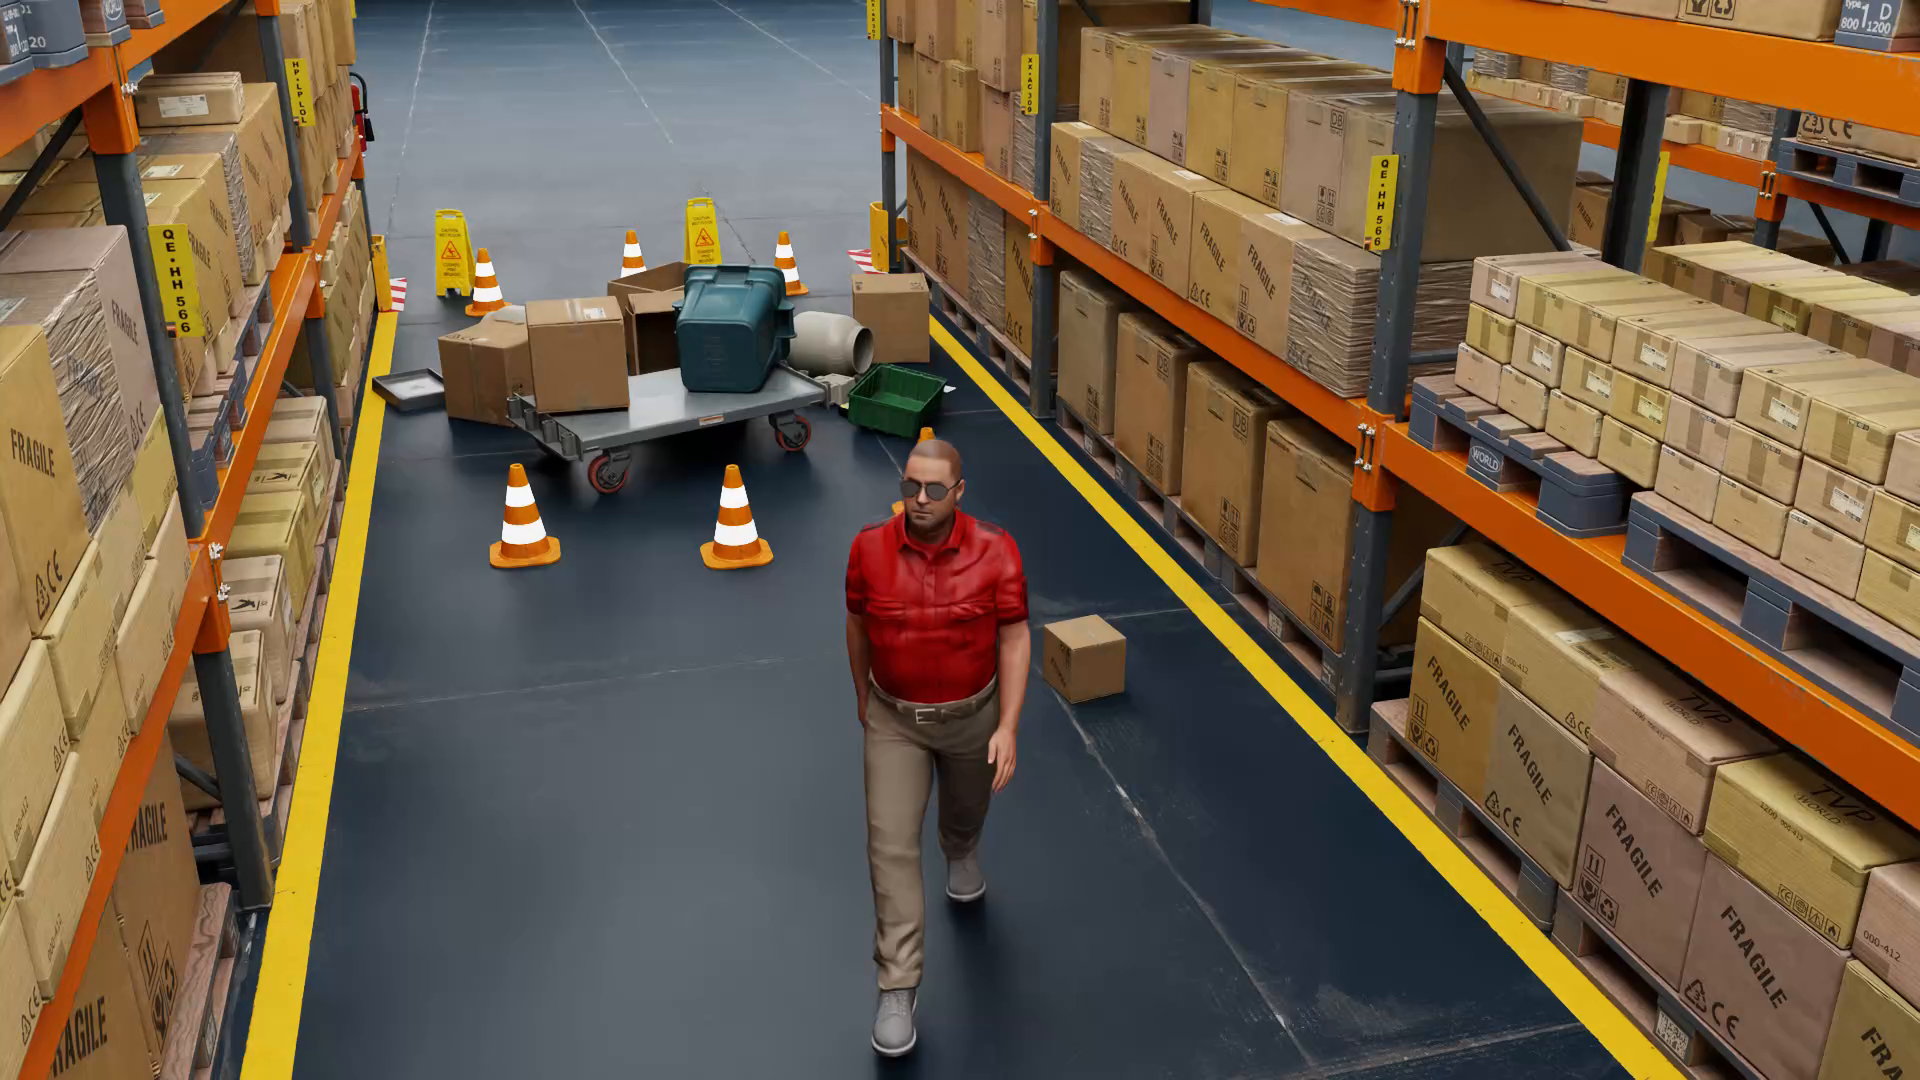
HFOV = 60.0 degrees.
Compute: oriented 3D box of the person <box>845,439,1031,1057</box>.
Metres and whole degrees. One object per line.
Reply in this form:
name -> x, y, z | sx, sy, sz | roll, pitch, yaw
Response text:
person -> -0.068, 0.522, 4.855 | 0.544, 1.662, 1.071 | 0, 23, 1
